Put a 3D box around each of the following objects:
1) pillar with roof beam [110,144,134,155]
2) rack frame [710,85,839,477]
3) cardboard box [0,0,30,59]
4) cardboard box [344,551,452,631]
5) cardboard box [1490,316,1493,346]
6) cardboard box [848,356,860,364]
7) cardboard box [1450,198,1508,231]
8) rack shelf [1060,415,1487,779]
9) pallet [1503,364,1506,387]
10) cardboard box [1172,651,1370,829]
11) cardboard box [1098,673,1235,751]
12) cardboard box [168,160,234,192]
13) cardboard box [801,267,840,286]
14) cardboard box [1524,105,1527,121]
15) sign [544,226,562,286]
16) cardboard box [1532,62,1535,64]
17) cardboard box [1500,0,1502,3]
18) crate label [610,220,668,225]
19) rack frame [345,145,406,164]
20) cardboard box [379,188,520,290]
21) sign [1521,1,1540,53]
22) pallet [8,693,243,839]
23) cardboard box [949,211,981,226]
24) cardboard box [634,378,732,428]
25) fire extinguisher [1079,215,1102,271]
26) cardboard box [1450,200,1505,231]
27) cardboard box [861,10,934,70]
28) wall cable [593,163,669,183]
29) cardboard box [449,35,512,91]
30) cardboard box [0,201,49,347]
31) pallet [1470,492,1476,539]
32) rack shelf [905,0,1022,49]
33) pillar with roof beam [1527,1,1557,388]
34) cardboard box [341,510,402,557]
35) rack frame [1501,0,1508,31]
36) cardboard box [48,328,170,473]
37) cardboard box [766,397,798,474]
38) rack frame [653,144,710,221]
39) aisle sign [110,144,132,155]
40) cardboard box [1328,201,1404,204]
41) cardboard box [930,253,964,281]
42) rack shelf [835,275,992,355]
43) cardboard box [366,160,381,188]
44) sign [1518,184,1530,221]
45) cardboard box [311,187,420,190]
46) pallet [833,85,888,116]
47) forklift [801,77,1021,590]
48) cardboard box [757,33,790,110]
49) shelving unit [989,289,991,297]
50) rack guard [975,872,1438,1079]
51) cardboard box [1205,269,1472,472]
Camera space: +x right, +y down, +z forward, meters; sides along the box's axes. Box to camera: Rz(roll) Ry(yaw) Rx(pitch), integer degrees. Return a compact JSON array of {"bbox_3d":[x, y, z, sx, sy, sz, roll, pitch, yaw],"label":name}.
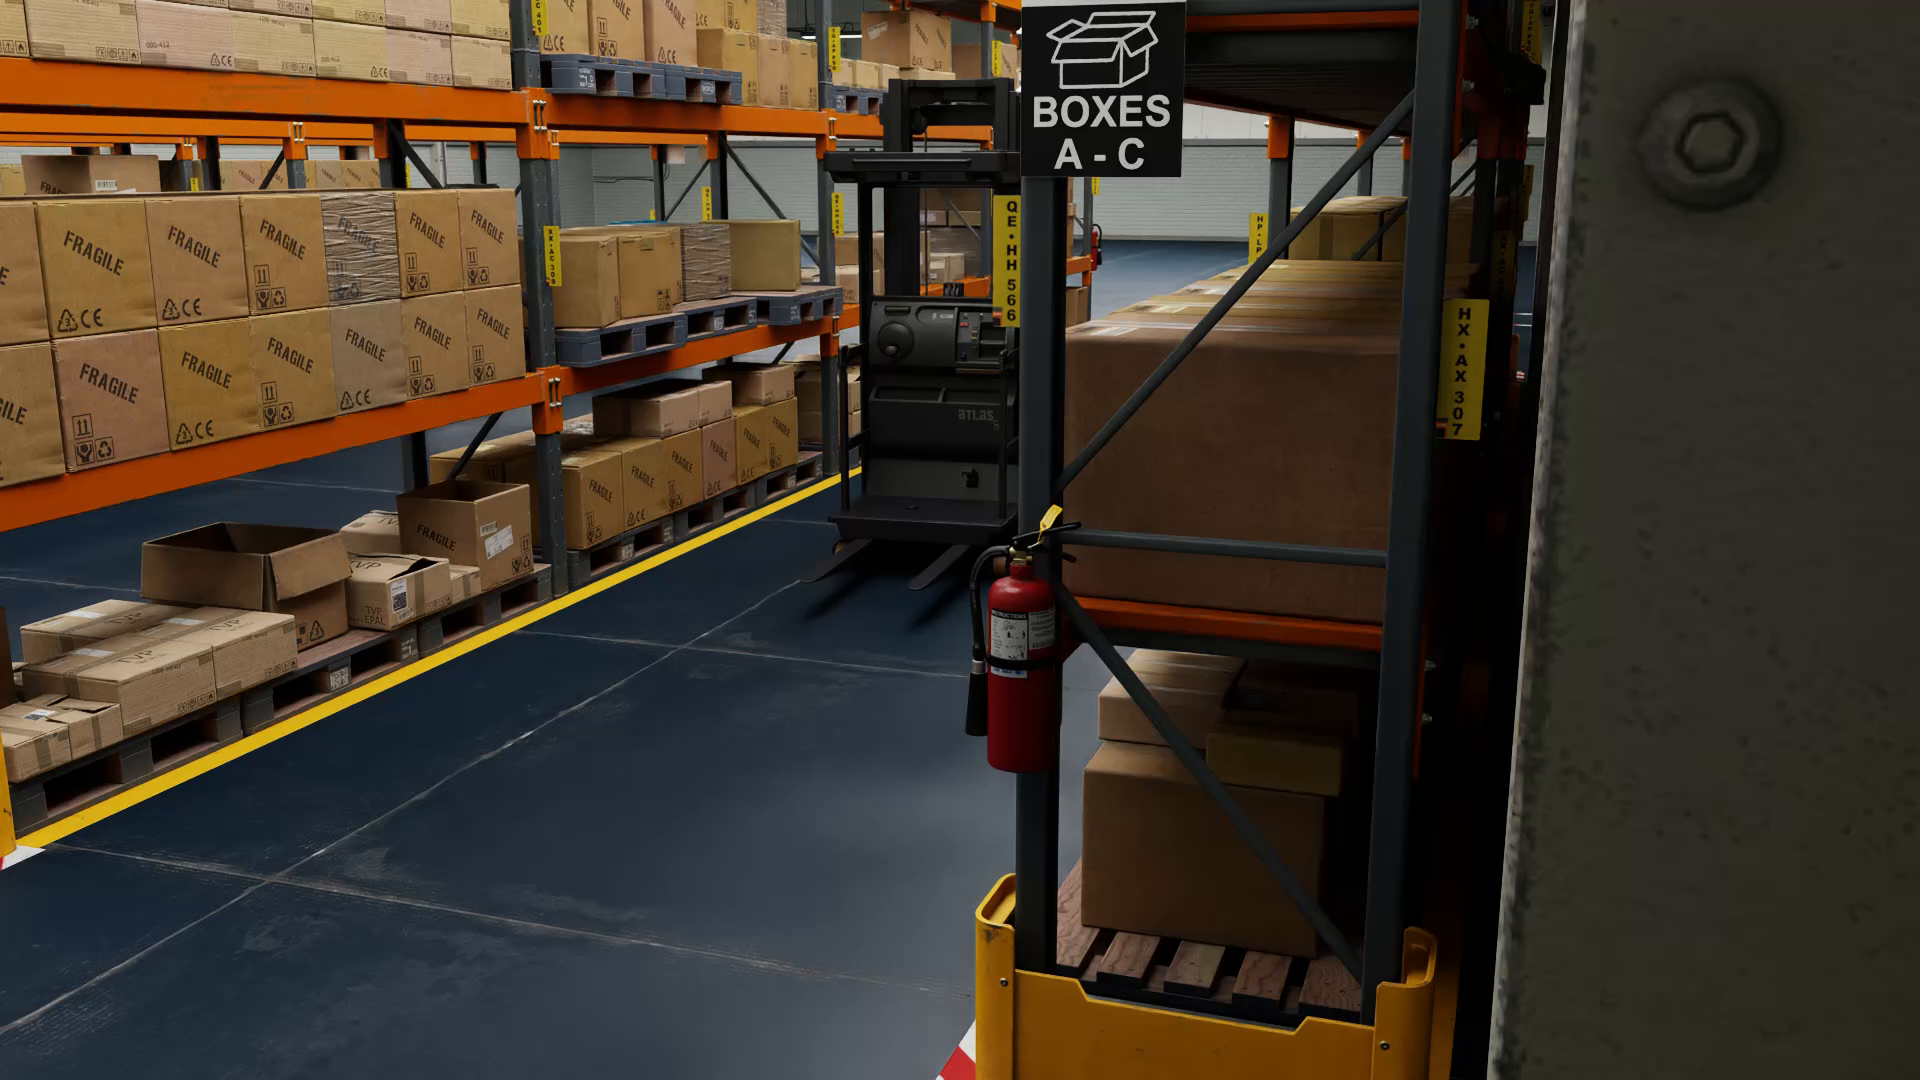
[{"bbox_3d":[-15.441,-10.544,36.960,9.100,9.000,0.548,4,14,18],"label":"pillar with roof beam"},{"bbox_3d":[-1.460,-2.015,13.077,1.000,3.000,0.127,4,14,18],"label":"rack frame"},{"bbox_3d":[-3.642,-1.810,5.773,0.500,0.250,0.500,4,14,18],"label":"cardboard box"},{"bbox_3d":[-2.913,0.222,8.330,0.500,0.311,0.500,4,14,18],"label":"cardboard box"},{"bbox_3d":[2.649,-1.316,9.073,0.500,0.500,0.500,4,13,17],"label":"cardboard box"},{"bbox_3d":[-0.684,-1.461,14.621,0.500,0.311,0.500,4,13,17],"label":"cardboard box"},{"bbox_3d":[3.156,-2.006,10.411,0.500,0.250,0.500,4,13,17],"label":"cardboard box"},{"bbox_3d":[1.287,-0.045,6.063,1.077,0.370,4.000,4,14,18],"label":"rack shelf"},{"bbox_3d":[5.496,-1.800,18.399,1.003,0.211,1.213,4,14,18],"label":"pallet"},{"bbox_3d":[1.096,0.673,5.972,0.700,0.500,0.500,4,13,17],"label":"cardboard box"},{"bbox_3d":[0.641,0.528,5.150,0.380,0.149,0.250,4,14,18],"label":"cardboard box"},{"bbox_3d":[-9.152,-4.329,20.074,0.500,0.500,0.500,4,14,18],"label":"cardboard box"},{"bbox_3d":[-1.301,-2.045,13.408,0.500,0.311,0.500,5,14,22],"label":"cardboard box"},{"bbox_3d":[5.095,-4.218,15.715,0.500,0.500,0.500,5,14,20],"label":"cardboard box"},{"bbox_3d":[-2.238,-1.558,9.126,0.100,0.325,0.005,4,14,18],"label":"sign"},{"bbox_3d":[5.758,-5.127,17.452,0.500,0.500,0.500,5,14,22],"label":"cardboard box"},{"bbox_3d":[1.934,-2.299,6.747,0.500,0.250,0.500,4,14,19],"label":"cardboard box"},{"bbox_3d":[-3.897,-3.667,20.235,0.502,0.435,0.616,4,14,18],"label":"crate label"},{"bbox_3d":[-8.244,-4.414,23.585,1.000,3.000,0.127,4,14,18],"label":"rack frame"},{"bbox_3d":[-2.673,-1.584,8.716,0.500,0.500,0.500,4,14,19],"label":"cardboard box"},{"bbox_3d":[3.751,-3.371,10.935,0.100,0.325,0.005,4,14,18],"label":"sign"},{"bbox_3d":[-3.767,0.845,6.813,1.003,0.211,1.213,4,14,18],"label":"pallet"},{"bbox_3d":[0.104,-3.265,16.870,0.380,0.149,0.250,4,14,18],"label":"cardboard box"},{"bbox_3d":[-1.882,-0.935,11.287,0.500,0.250,0.500,4,13,17],"label":"cardboard box"},{"bbox_3d":[1.606,-3.653,20.428,0.296,0.674,0.183,4,14,18],"label":"fire extinguisher"},{"bbox_3d":[2.987,-1.898,9.939,0.500,0.250,0.500,4,13,17],"label":"cardboard box"},{"bbox_3d":[-0.565,-4.569,15.230,0.500,0.500,0.500,6,14,24],"label":"cardboard box"},{"bbox_3d":[-11.486,-13.655,57.568,3.097,2.526,0.112,4,14,18],"label":"wall cable"},{"bbox_3d":[-2.660,-2.441,8.537,0.500,0.250,0.500,4,14,18],"label":"cardboard box"},{"bbox_3d":[-3.656,-0.942,5.901,0.500,0.500,0.500,5,14,20],"label":"cardboard box"},{"bbox_3d":[2.902,-0.139,11.124,1.003,0.211,1.213,4,14,18],"label":"pallet"},{"bbox_3d":[0.481,-5.658,18.069,1.077,0.370,4.000,4,14,18],"label":"rack shelf"},{"bbox_3d":[2.335,-6.369,18.669,9.100,9.000,0.400,4,14,18],"label":"pillar with roof beam"},{"bbox_3d":[-3.095,-0.004,9.318,0.500,0.311,0.500,4,14,18],"label":"cardboard box"},{"bbox_3d":[1.934,-3.742,7.160,1.000,3.000,0.127,4,14,18],"label":"rack frame"},{"bbox_3d":[-3.494,-0.563,6.489,0.500,0.500,0.500,4,14,18],"label":"cardboard box"},{"bbox_3d":[-1.541,-0.797,12.369,0.500,0.500,0.500,5,14,21],"label":"cardboard box"},{"bbox_3d":[-3.557,-4.057,22.023,1.000,3.000,0.127,4,14,18],"label":"rack frame"},{"bbox_3d":[-12.598,-6.053,24.924,0.394,0.787,0.004,4,14,18],"label":"aisle sign"},{"bbox_3d":[2.347,-1.825,9.619,0.500,0.250,0.500,4,13,17],"label":"cardboard box"},{"bbox_3d":[-0.284,-2.678,16.315,0.500,0.250,0.500,5,14,22],"label":"cardboard box"},{"bbox_3d":[-0.813,-2.086,15.002,1.077,0.370,4.000,4,14,18],"label":"rack shelf"},{"bbox_3d":[-8.188,-4.961,22.844,0.500,0.500,0.500,4,14,18],"label":"cardboard box"},{"bbox_3d":[5.049,-3.027,14.907,0.100,0.325,0.005,4,14,18],"label":"sign"},{"bbox_3d":[-3.173,-1.630,8.919,0.500,0.500,0.500,5,14,20],"label":"cardboard box"},{"bbox_3d":[-1.325,-3.535,13.418,1.213,0.211,1.003,5,14,21],"label":"pallet"},{"bbox_3d":[-0.158,-1.294,10.072,1.130,2.935,3.031,3,13,14],"label":"forklift"},{"bbox_3d":[-1.734,-3.325,11.848,0.910,0.500,0.500,4,14,18],"label":"cardboard box"},{"bbox_3d":[0.334,-1.042,12.183,0.538,1.500,1.048,3,13,14],"label":"shelving unit"},{"bbox_3d":[0.632,1.249,4.394,1.175,0.500,0.348,4,14,18],"label":"rack guard"},{"bbox_3d":[1.502,-0.697,6.627,0.980,0.700,0.700,4,13,17],"label":"cardboard box"}]
